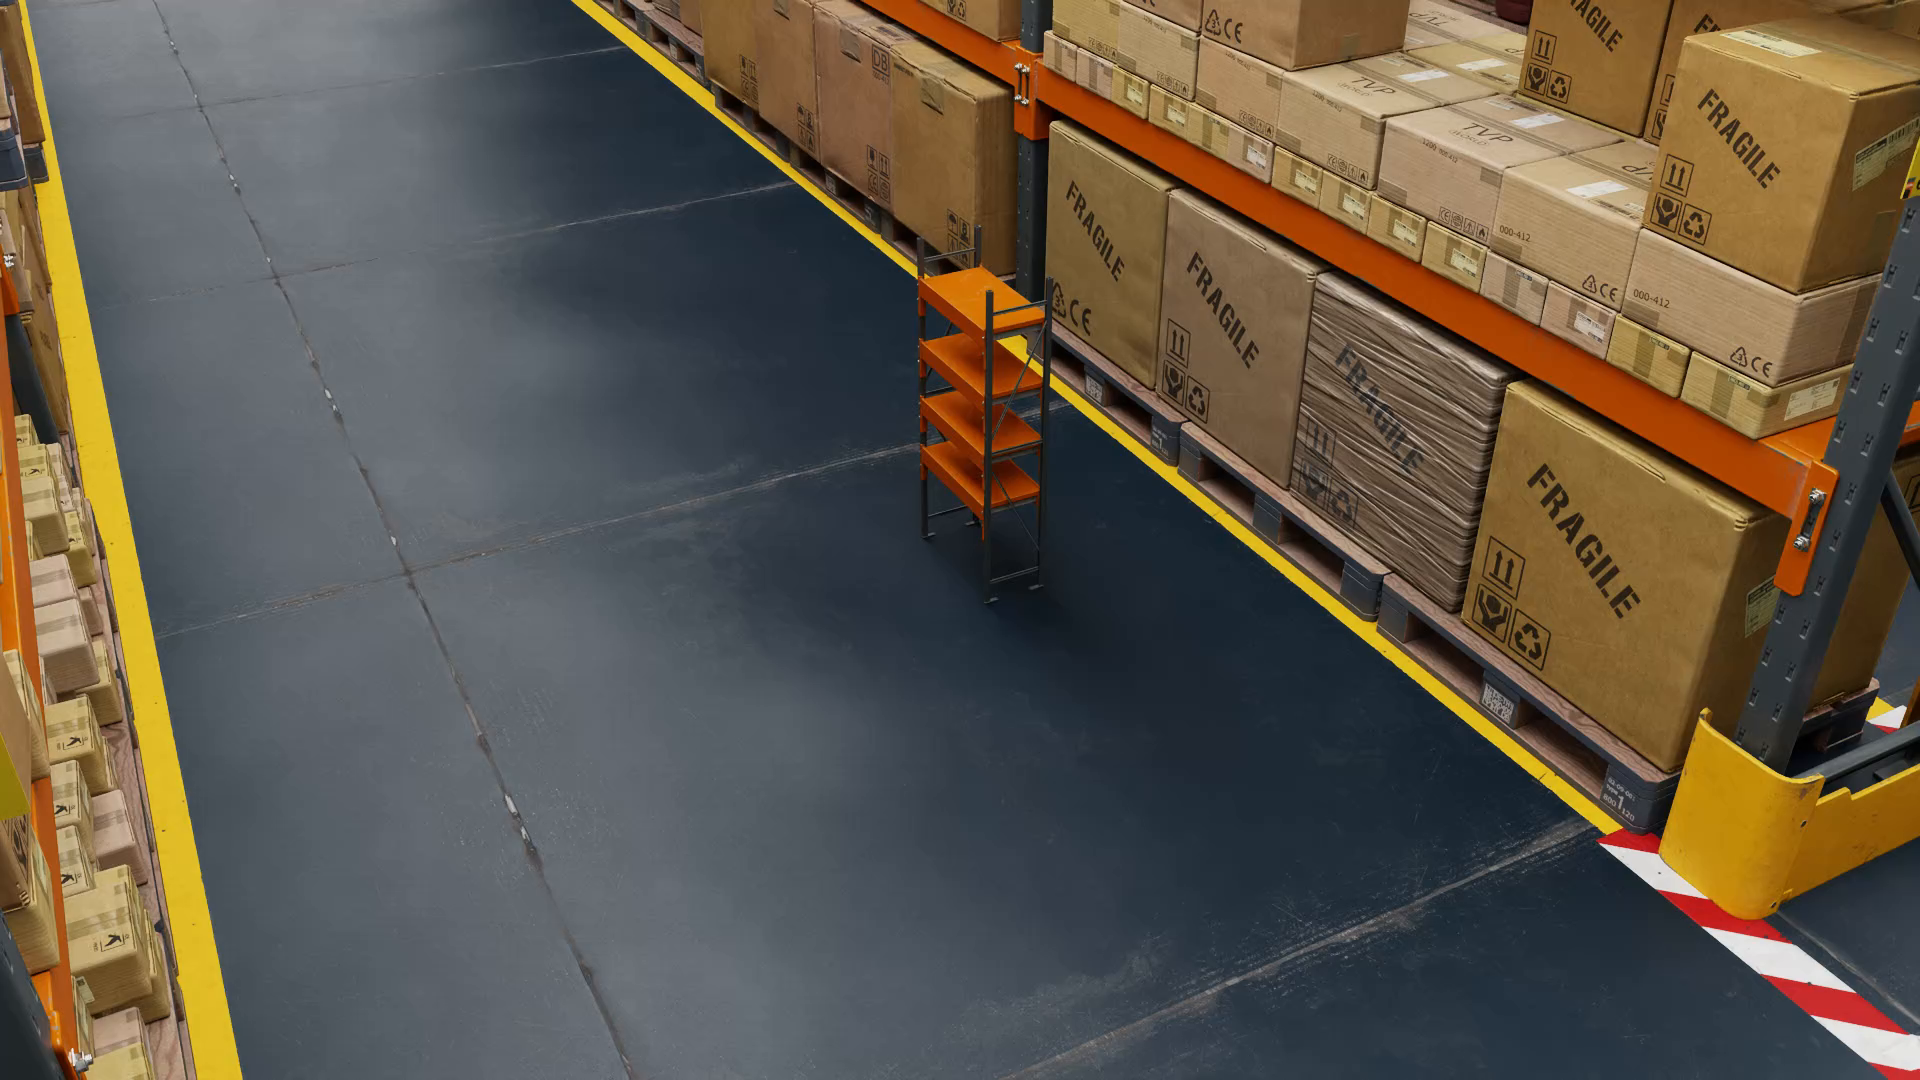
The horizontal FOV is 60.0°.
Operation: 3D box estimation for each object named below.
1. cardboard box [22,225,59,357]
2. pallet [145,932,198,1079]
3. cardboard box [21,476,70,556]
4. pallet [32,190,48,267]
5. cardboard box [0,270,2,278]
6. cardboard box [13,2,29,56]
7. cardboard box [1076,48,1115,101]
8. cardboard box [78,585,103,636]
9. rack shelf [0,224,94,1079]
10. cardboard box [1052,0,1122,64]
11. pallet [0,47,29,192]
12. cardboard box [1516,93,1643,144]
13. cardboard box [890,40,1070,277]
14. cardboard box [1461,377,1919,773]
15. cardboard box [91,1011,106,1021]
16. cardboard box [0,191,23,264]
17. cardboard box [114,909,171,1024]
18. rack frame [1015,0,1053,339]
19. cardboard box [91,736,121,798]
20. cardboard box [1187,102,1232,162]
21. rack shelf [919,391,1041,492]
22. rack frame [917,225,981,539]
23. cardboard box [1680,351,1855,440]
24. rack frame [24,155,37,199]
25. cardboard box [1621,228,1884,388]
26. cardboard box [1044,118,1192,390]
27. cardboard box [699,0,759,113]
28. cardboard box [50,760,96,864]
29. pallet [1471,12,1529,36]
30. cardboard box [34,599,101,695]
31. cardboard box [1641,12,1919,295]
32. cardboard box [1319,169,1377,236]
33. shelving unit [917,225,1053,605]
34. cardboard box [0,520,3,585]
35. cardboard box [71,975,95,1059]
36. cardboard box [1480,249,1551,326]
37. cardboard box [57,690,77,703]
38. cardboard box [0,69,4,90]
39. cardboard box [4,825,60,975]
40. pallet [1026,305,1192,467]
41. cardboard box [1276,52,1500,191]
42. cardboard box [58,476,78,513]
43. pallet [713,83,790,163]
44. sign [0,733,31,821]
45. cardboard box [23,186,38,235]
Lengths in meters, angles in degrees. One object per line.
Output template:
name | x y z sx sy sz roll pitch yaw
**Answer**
cardboard box | -4.068 -0.942 6.868 0.500 0.500 0.500 -14 35 -21
pallet | -2.228 1.504 3.707 1.003 0.211 1.213 -16 36 -23
cardboard box | -3.037 -0.040 5.234 0.380 0.149 0.250 -16 36 -24
pallet | -5.212 -1.508 8.408 1.003 0.211 1.213 -16 36 -23
cardboard box | -3.153 -0.867 5.056 0.380 0.149 0.250 -17 36 -24
cardboard box | -6.625 -3.459 10.564 1.050 0.750 0.750 -16 36 -23
cardboard box | 0.691 -1.890 6.652 0.380 0.149 0.250 -17 36 -25
cardboard box | -2.998 0.234 5.358 0.380 0.149 0.250 -17 36 -25
rack shelf | -2.778 0.111 3.963 1.077 0.370 4.000 -16 36 -23
cardboard box | 0.712 -2.118 6.638 0.500 0.250 0.500 -17 36 -24
pallet | -3.938 -1.467 5.937 1.003 0.211 1.213 -16 36 -23
cardboard box | 2.126 -1.283 5.335 0.500 0.250 0.500 -17 36 -25
cardboard box | 0.409 -1.928 8.059 1.225 0.875 0.875 -16 36 -23
cardboard box | 2.221 -0.004 5.056 0.875 0.875 0.875 -16 36 -23
cardboard box | -2.132 1.107 3.719 0.380 0.149 0.250 -15 36 -23
cardboard box | -4.071 -1.259 6.667 0.500 0.250 0.500 -15 36 -22
cardboard box | -2.145 1.085 4.029 0.380 0.149 0.250 -15 36 -23
rack frame | 0.725 -2.346 7.130 1.000 3.000 0.127 -16 36 -23
cardboard box | -2.539 0.721 4.598 0.380 0.149 0.250 -16 36 -23
cardboard box | 1.058 -1.517 6.070 0.380 0.149 0.250 -16 36 -24
rack shelf | 0.077 -0.370 5.839 0.258 0.148 0.480 -16 36 -23
rack frame | -0.037 -0.543 5.985 0.240 1.200 0.015 -16 36 -23
cardboard box | 2.132 -0.418 4.355 0.380 0.149 0.250 -15 36 -22
rack frame | -5.575 -3.055 8.238 1.000 3.000 0.127 -16 36 -23
cardboard box | 2.129 -0.663 4.368 0.500 0.250 0.500 -16 36 -24
cardboard box | 0.962 -1.293 7.067 0.875 0.875 0.875 -16 36 -23
cardboard box | -0.837 -3.202 10.048 1.225 0.875 0.875 -18 37 -25
cardboard box | -2.338 0.714 4.057 0.380 0.149 0.250 -14 35 -21
pallet | 4.211 -3.379 11.328 1.003 0.211 1.213 -16 36 -23
cardboard box | -2.641 0.335 4.648 0.380 0.149 0.250 -17 36 -25
cardboard box | 2.130 -0.981 4.169 0.500 0.500 0.500 -15 36 -23
cardboard box | 1.420 -1.148 5.493 0.380 0.149 0.250 -15 36 -22
shelving unit | 0.077 -0.426 5.803 0.258 1.200 0.503 -16 36 -23
cardboard box | -2.299 -0.174 3.373 0.500 0.500 0.500 -15 36 -22
cardboard box | -2.024 1.099 3.456 0.380 0.149 0.250 -15 36 -22
cardboard box | 1.778 -0.782 4.922 0.380 0.149 0.250 -15 36 -22
cardboard box | -2.731 0.466 4.720 0.380 0.149 0.250 -18 37 -25
cardboard box | -3.621 -1.652 5.891 0.380 0.149 0.250 -15 36 -22
cardboard box | -1.706 0.631 2.717 0.380 0.149 0.250 -16 36 -23
pallet | 1.010 -0.789 7.286 1.003 0.211 1.213 -16 36 -23
cardboard box | 1.409 -1.396 5.511 0.500 0.250 0.500 -16 36 -23
cardboard box | -3.145 -0.052 5.528 0.380 0.149 0.250 -18 37 -25
pallet | -0.839 -2.685 10.245 1.003 0.211 1.213 -16 36 -23
sign | -1.365 0.262 2.259 0.100 0.325 0.005 -16 36 -23
cardboard box | -4.798 -1.682 8.023 0.500 0.500 0.500 -14 35 -21
